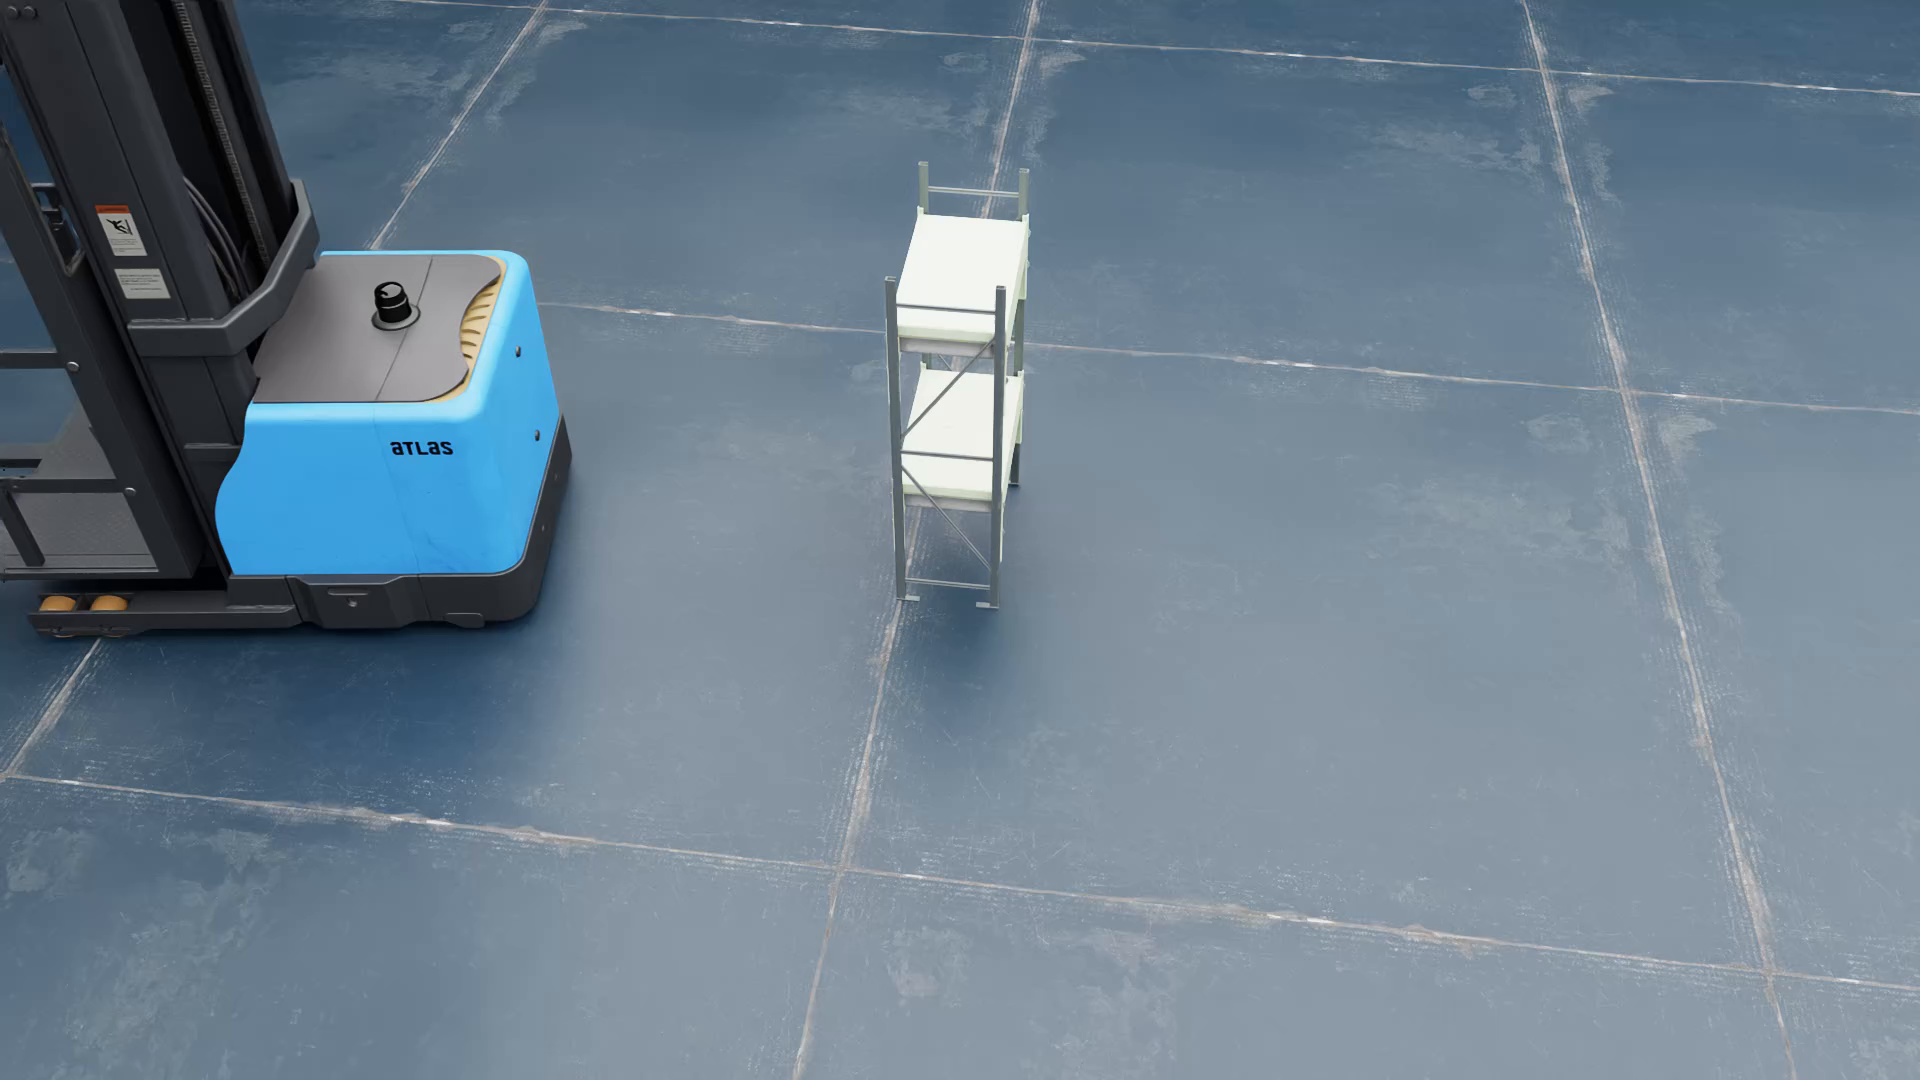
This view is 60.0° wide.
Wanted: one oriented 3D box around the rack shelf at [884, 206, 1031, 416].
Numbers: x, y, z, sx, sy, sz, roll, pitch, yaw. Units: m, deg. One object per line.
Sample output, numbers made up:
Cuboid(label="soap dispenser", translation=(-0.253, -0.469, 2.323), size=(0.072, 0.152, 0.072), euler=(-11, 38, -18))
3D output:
Cuboid(label="rack shelf", translation=(0.001, -0.833, 5.971), size=(0.431, 0.370, 0.720), euler=(5, 44, 6))

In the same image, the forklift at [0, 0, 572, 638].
Cuboid(label="forklift", translation=(-3.147, -1.058, 5.736), size=(3.031, 2.935, 1.130), euler=(0, 43, 0))

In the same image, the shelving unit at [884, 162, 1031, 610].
Cuboid(label="shelving unit", translation=(0.001, -0.549, 6.239), size=(0.431, 1.500, 0.755), euler=(5, 44, 6))

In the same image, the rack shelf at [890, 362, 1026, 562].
Cuboid(label="rack shelf", translation=(0.001, -0.312, 6.463), size=(0.431, 0.370, 0.720), euler=(5, 44, 6))

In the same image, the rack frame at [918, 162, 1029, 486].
Cuboid(label="rack frame", translation=(0.049, -0.799, 6.503), size=(0.400, 1.500, 0.023), euler=(5, 44, 6))

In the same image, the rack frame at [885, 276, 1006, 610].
Cuboid(label="rack frame", translation=(-0.048, -0.300, 5.976), size=(0.400, 1.500, 0.023), euler=(5, 44, 6))
